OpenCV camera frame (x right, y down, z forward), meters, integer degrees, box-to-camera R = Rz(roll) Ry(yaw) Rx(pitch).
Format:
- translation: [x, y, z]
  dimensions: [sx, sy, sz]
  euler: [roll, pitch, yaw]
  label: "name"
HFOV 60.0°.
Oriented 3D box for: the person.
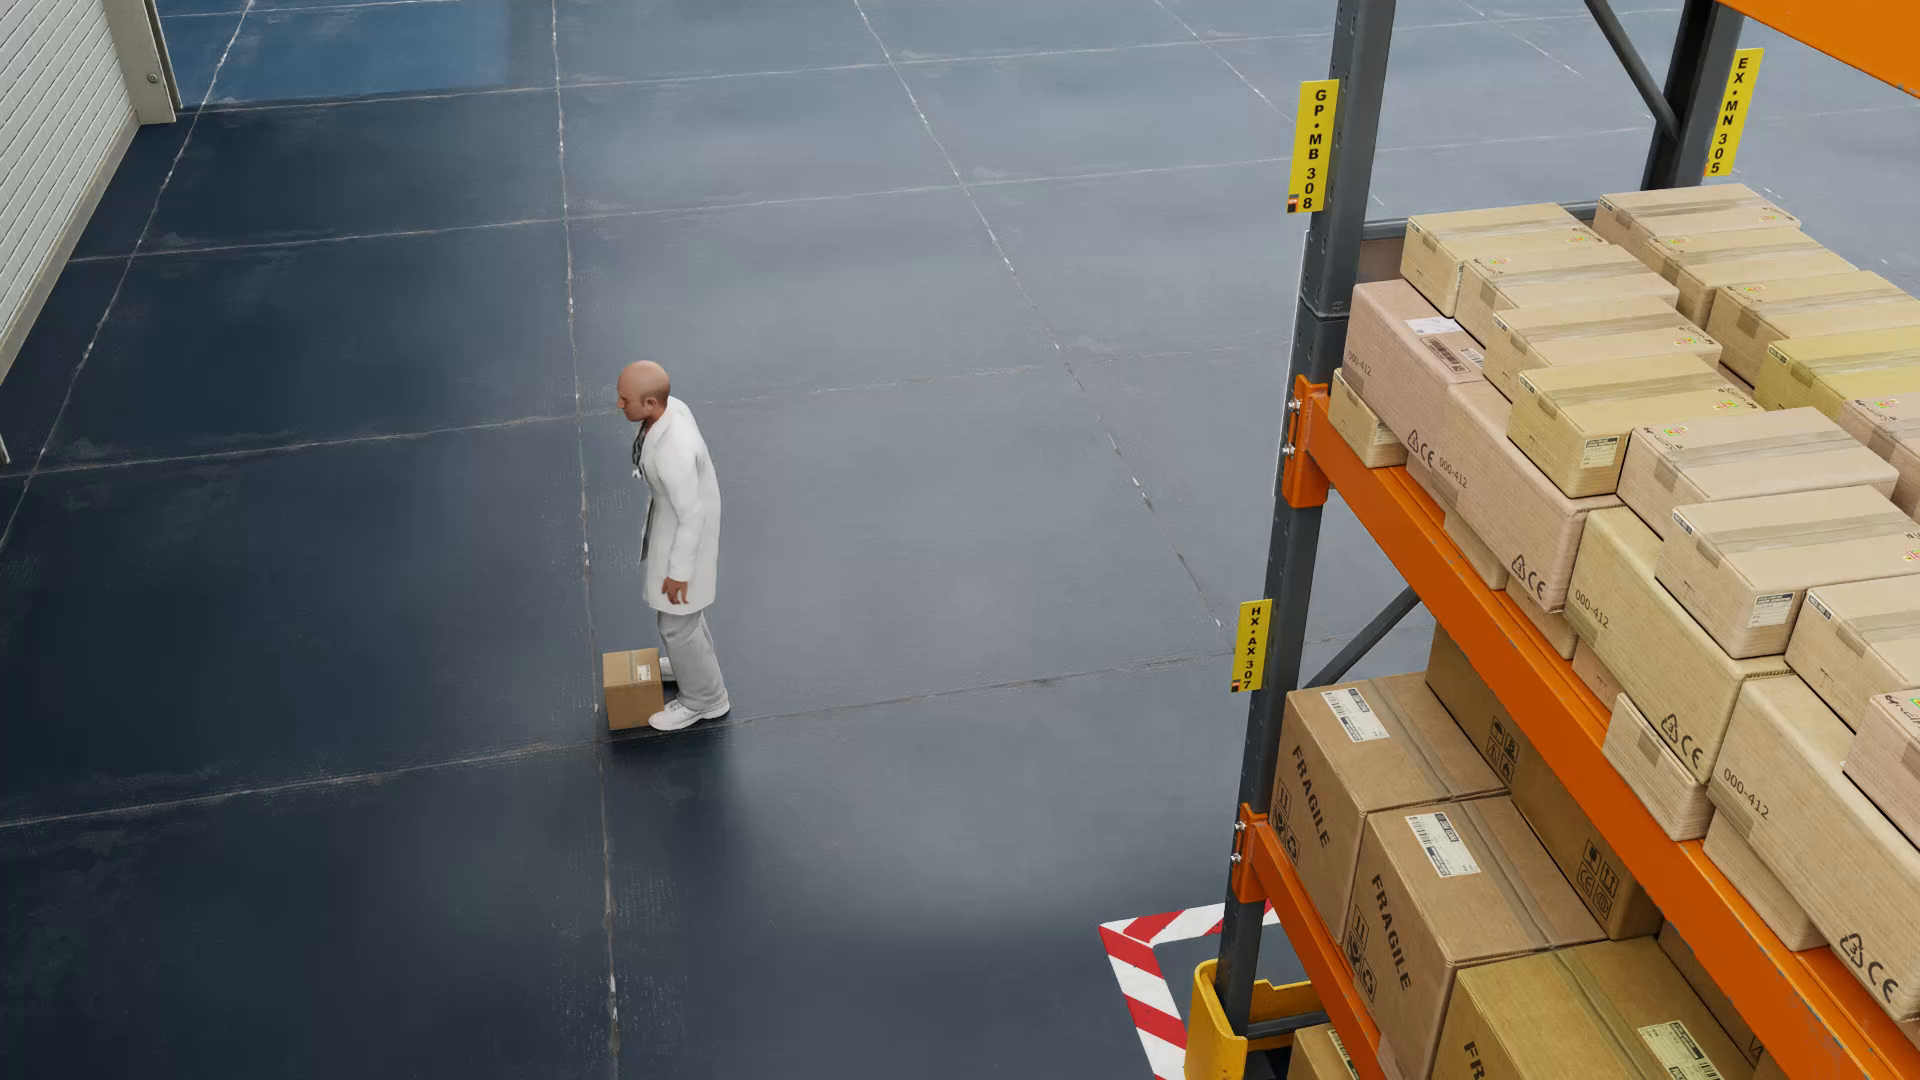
- translation: [-1.229, 0.014, 7.136]
  dimensions: [0.423, 1.774, 0.653]
  euler: [-9, 35, -13]
  label: "person"
